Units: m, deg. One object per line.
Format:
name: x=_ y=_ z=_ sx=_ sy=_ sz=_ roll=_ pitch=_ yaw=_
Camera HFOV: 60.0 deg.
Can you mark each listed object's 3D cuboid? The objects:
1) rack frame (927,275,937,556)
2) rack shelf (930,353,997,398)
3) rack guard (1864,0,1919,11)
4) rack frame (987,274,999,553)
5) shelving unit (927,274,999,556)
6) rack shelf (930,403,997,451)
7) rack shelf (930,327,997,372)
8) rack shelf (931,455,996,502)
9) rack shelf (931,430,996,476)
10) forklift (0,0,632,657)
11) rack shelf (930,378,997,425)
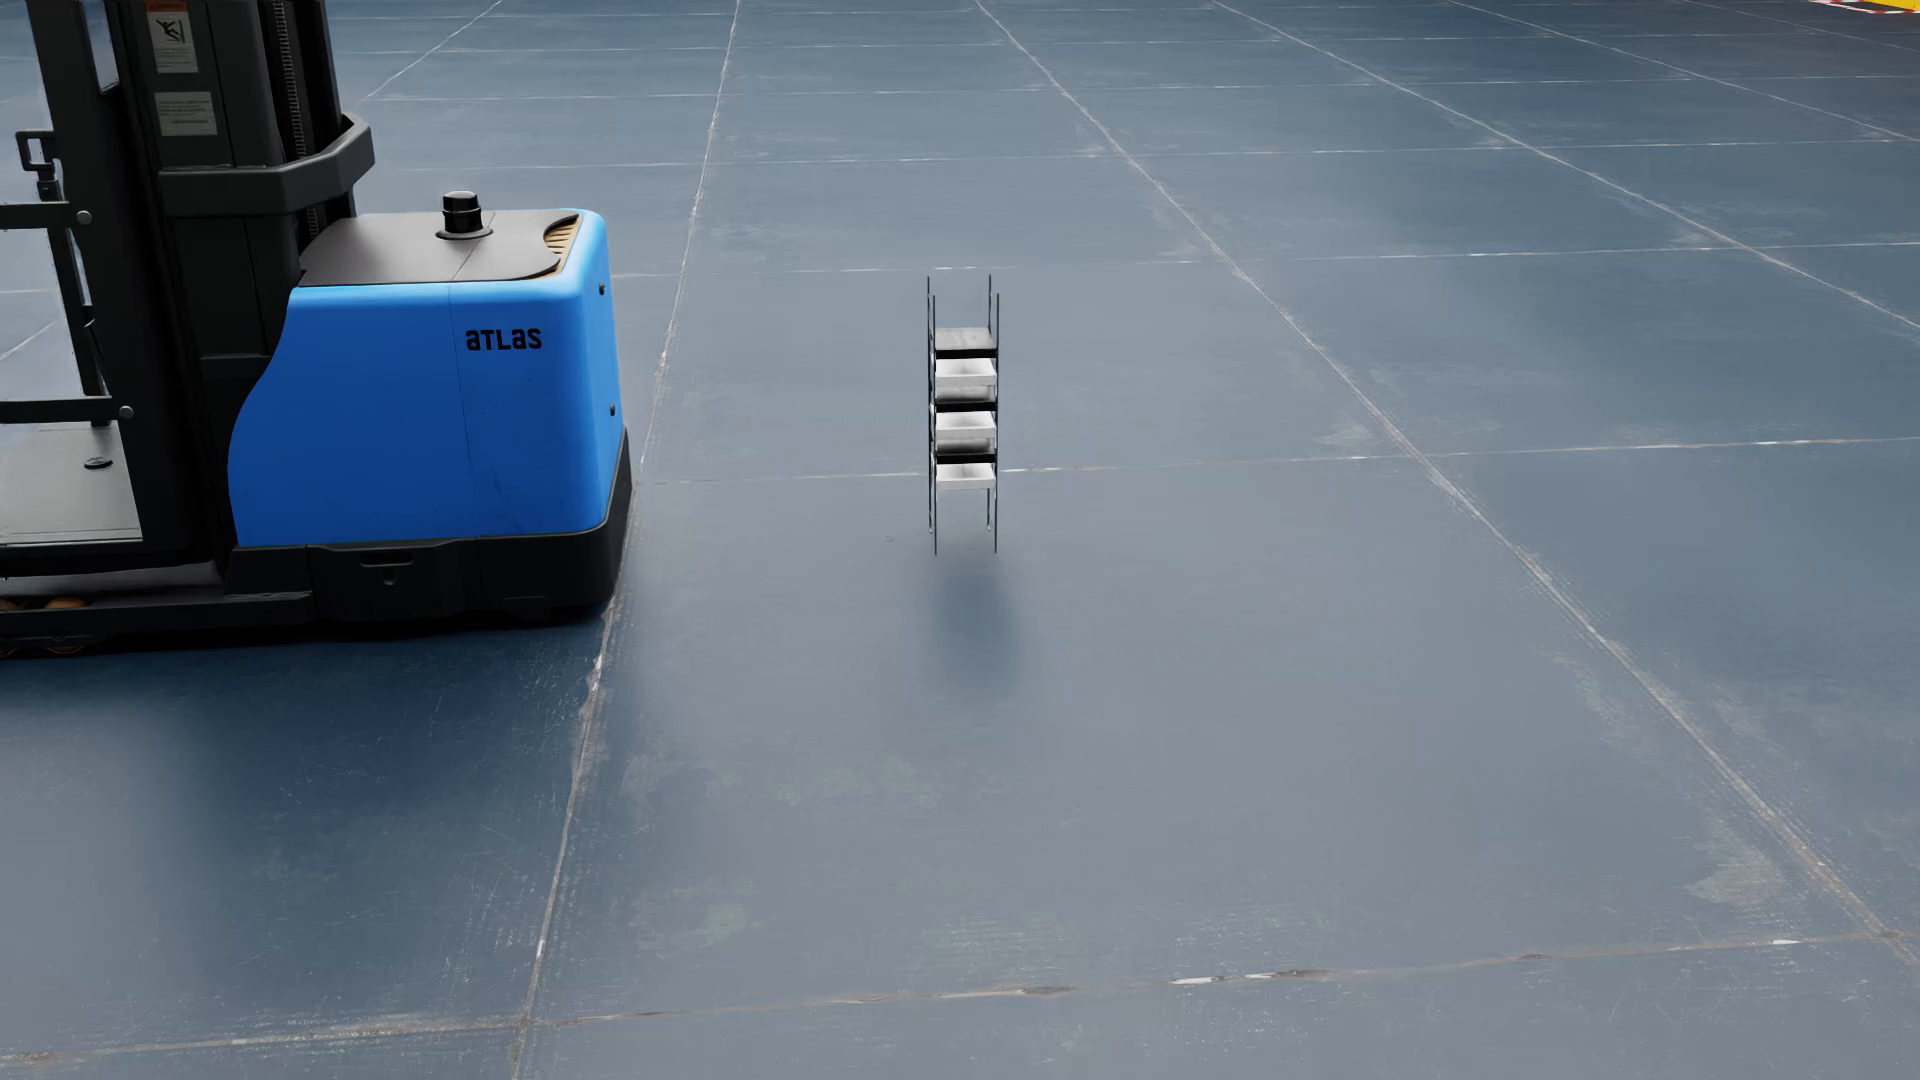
rack frame: x=-0.093 y=-0.407 z=5.521 sx=0.006 sy=0.900 sz=0.240 roll=-2 pitch=24 yaw=-5
rack shelf: x=0.008 y=-0.546 z=5.470 sx=0.200 sy=0.077 sz=0.258 roll=-2 pitch=24 yaw=-5
rack guard: x=11.688 y=-6.856 z=20.521 sx=0.348 sy=0.500 sz=1.175 roll=-2 pitch=24 yaw=-5
rack frame: x=0.109 y=-0.416 z=5.539 sx=0.006 sy=0.900 sz=0.240 roll=-2 pitch=24 yaw=-5
shelving unit: x=0.008 y=-0.412 z=5.530 sx=0.210 sy=0.900 sz=0.258 roll=-2 pitch=24 yaw=-5
rack shelf: x=0.008 y=-0.381 z=5.543 sx=0.200 sy=0.077 sz=0.258 roll=-2 pitch=24 yaw=-5
rack shelf: x=0.008 y=-0.628 z=5.434 sx=0.200 sy=0.077 sz=0.258 roll=-2 pitch=24 yaw=-5
rack shelf: x=0.008 y=-0.217 z=5.616 sx=0.200 sy=0.077 sz=0.258 roll=-2 pitch=24 yaw=-5
rack shelf: x=0.008 y=-0.299 z=5.580 sx=0.200 sy=0.077 sz=0.258 roll=-2 pitch=24 yaw=-5
forklift: x=-2.630 y=-1.218 z=4.844 sx=3.031 sy=2.935 sz=1.130 roll=-3 pitch=24 yaw=-6
rack shelf: x=0.008 y=-0.463 z=5.507 sx=0.200 sy=0.077 sz=0.258 roll=-2 pitch=24 yaw=-5
